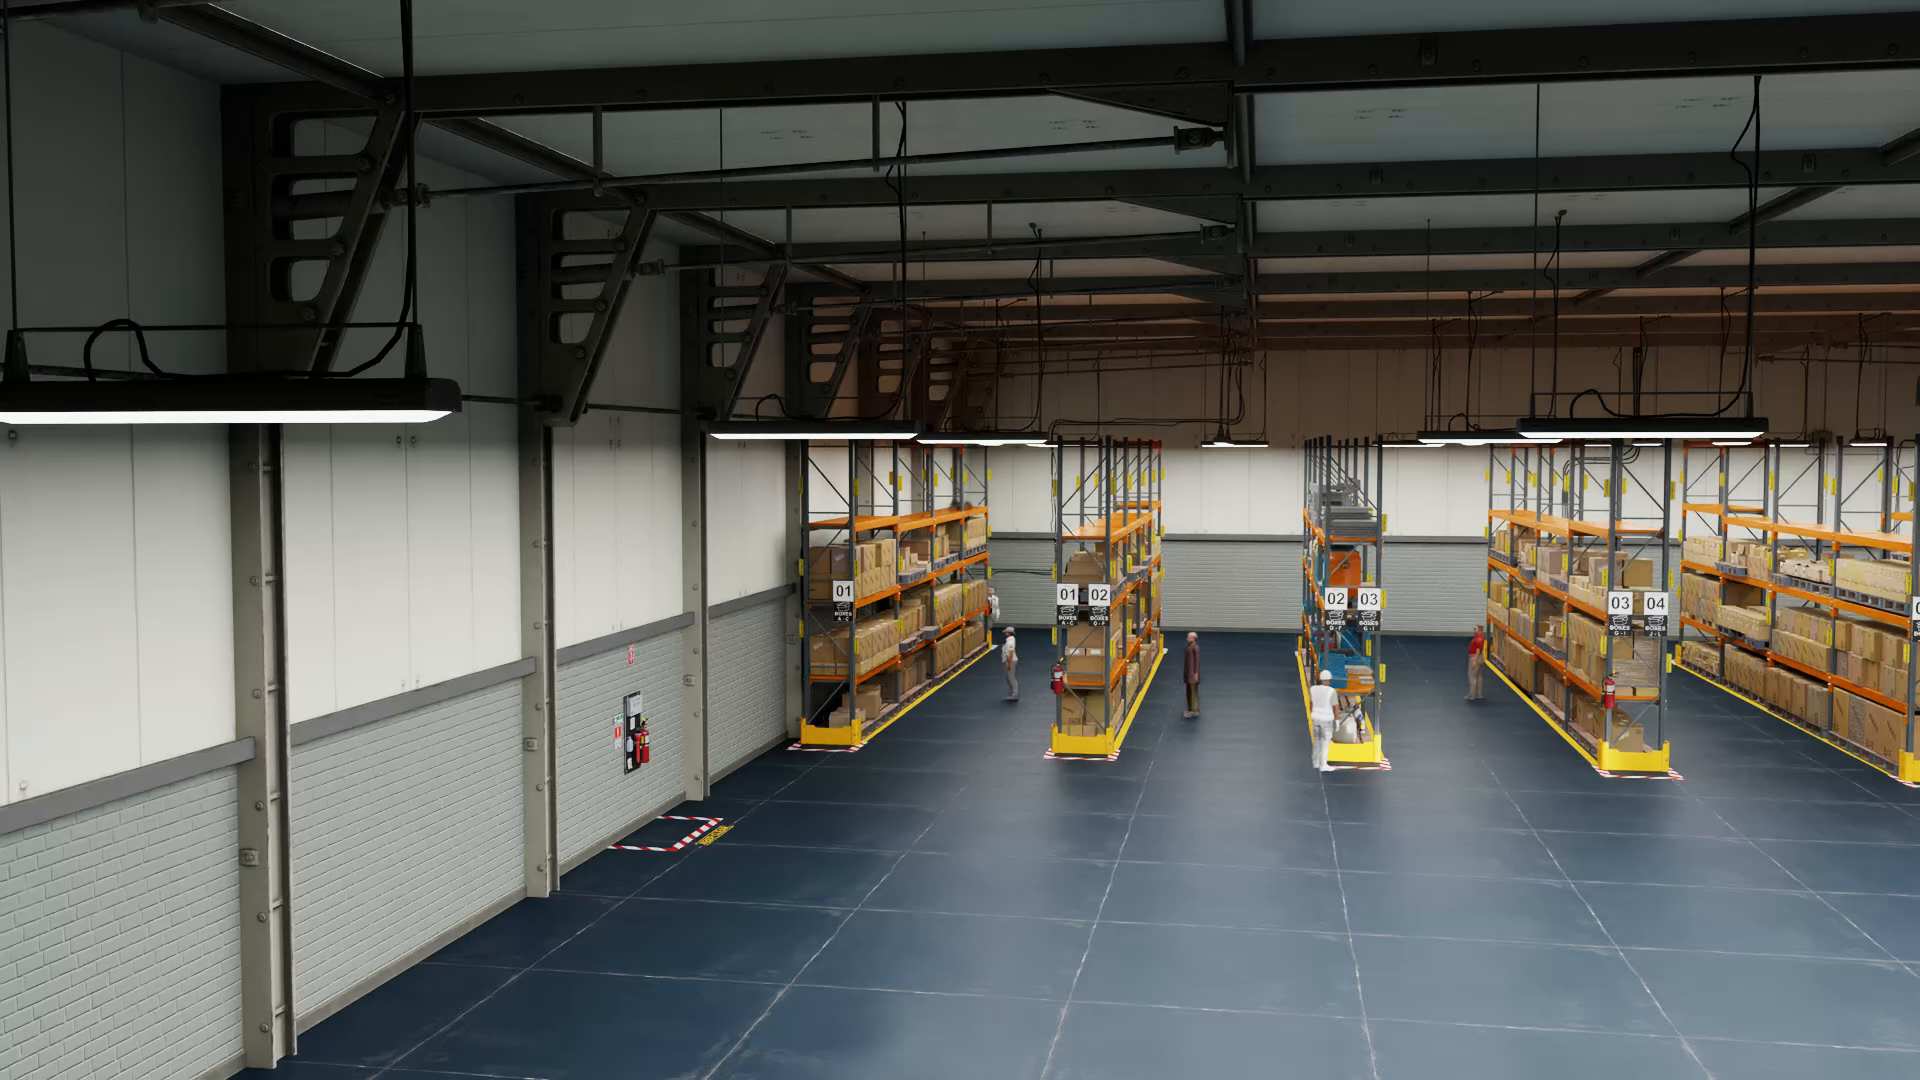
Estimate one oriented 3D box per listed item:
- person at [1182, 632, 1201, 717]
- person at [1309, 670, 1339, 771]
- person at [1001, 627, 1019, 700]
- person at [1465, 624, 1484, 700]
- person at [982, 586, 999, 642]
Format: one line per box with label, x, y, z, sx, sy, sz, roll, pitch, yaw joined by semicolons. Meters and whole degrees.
person;4.946;2.889;35.889;0.453;1.787;0.631;-1;3;-12
person;6.522;3.222;29.689;0.446;1.803;0.588;-3;4;-42
person;1.143;2.843;38.167;0.409;1.703;0.572;0;3;-1
person;11.842;2.803;38.205;0.429;1.740;0.550;2;4;35
person;0.916;2.213;49.446;0.534;1.685;0.488;-1;3;-25
